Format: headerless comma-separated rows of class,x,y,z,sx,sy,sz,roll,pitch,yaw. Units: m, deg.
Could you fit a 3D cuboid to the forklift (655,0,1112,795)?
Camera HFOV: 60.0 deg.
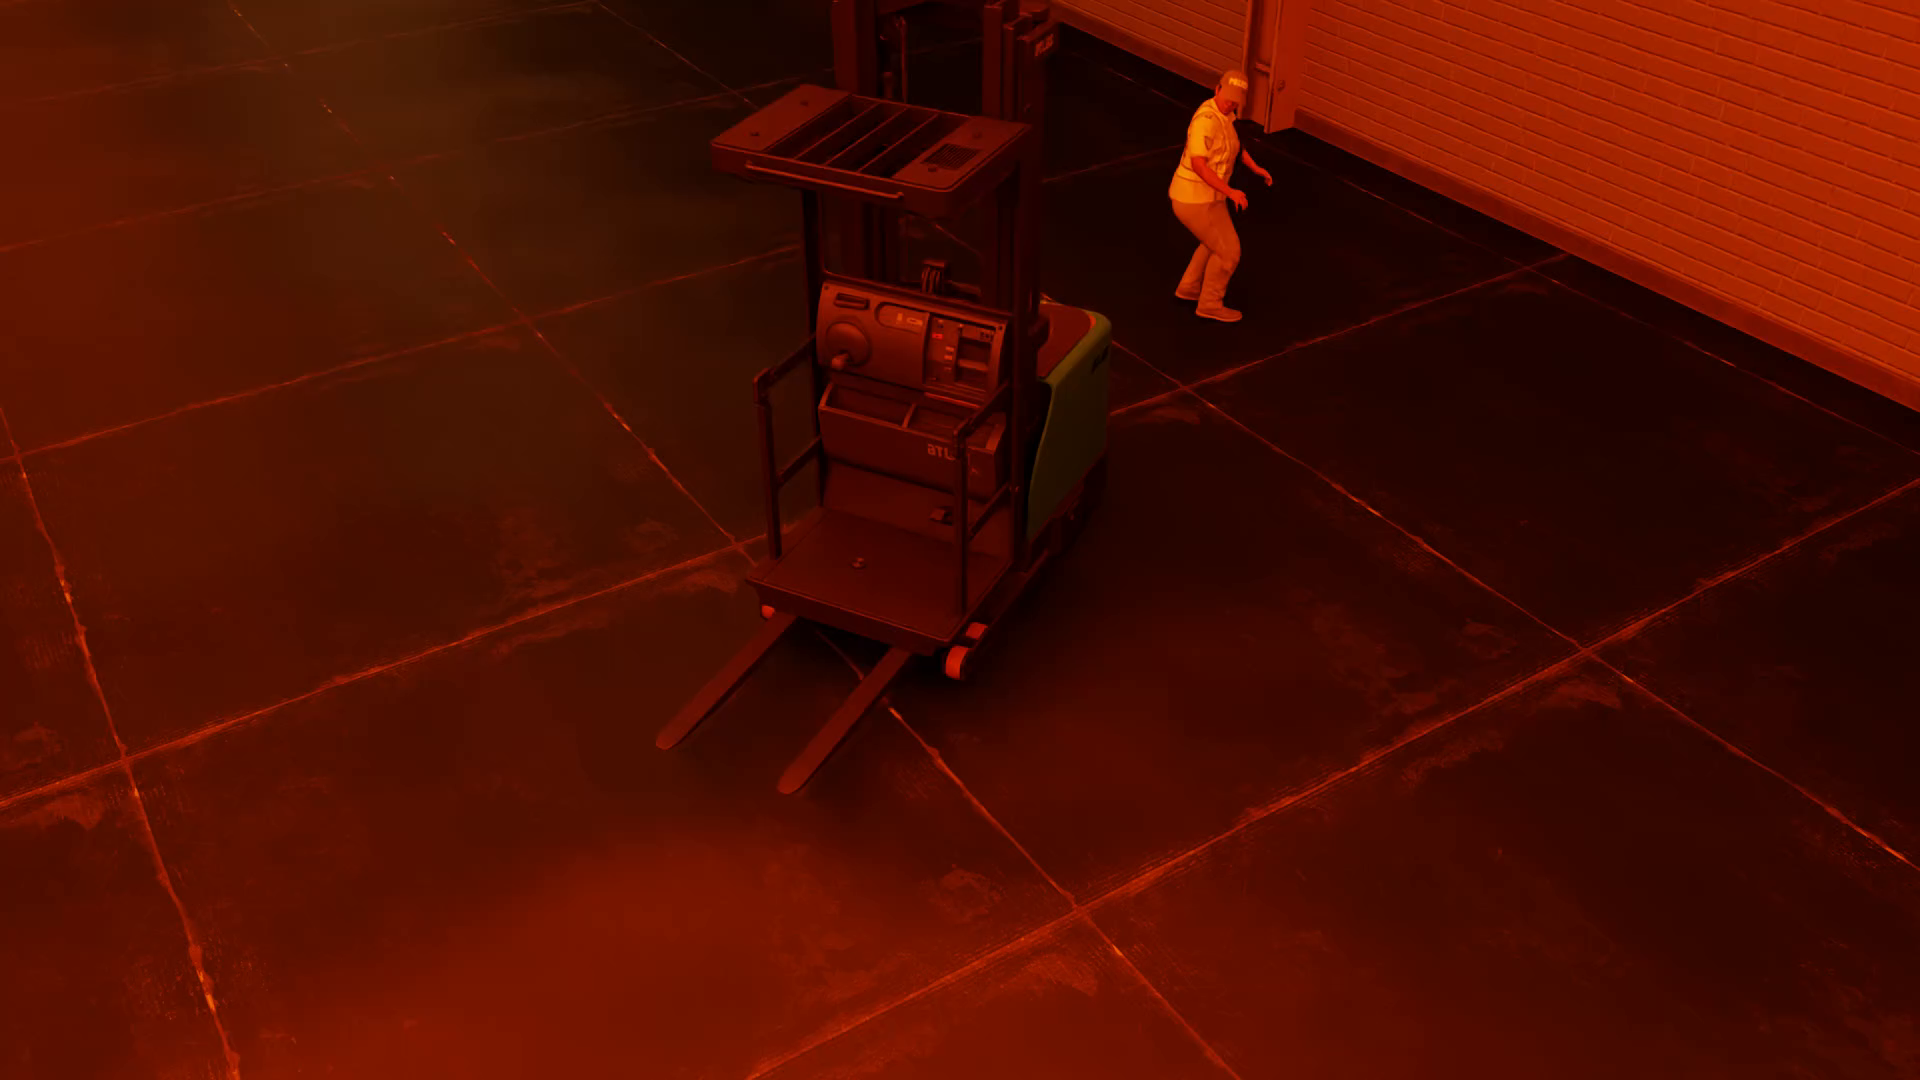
forklift,-0.321,-0.835,7.336,1.130,2.935,3.031,16,38,21

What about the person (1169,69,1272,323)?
person,1.622,-2.138,10.389,0.630,1.622,0.719,6,36,9
